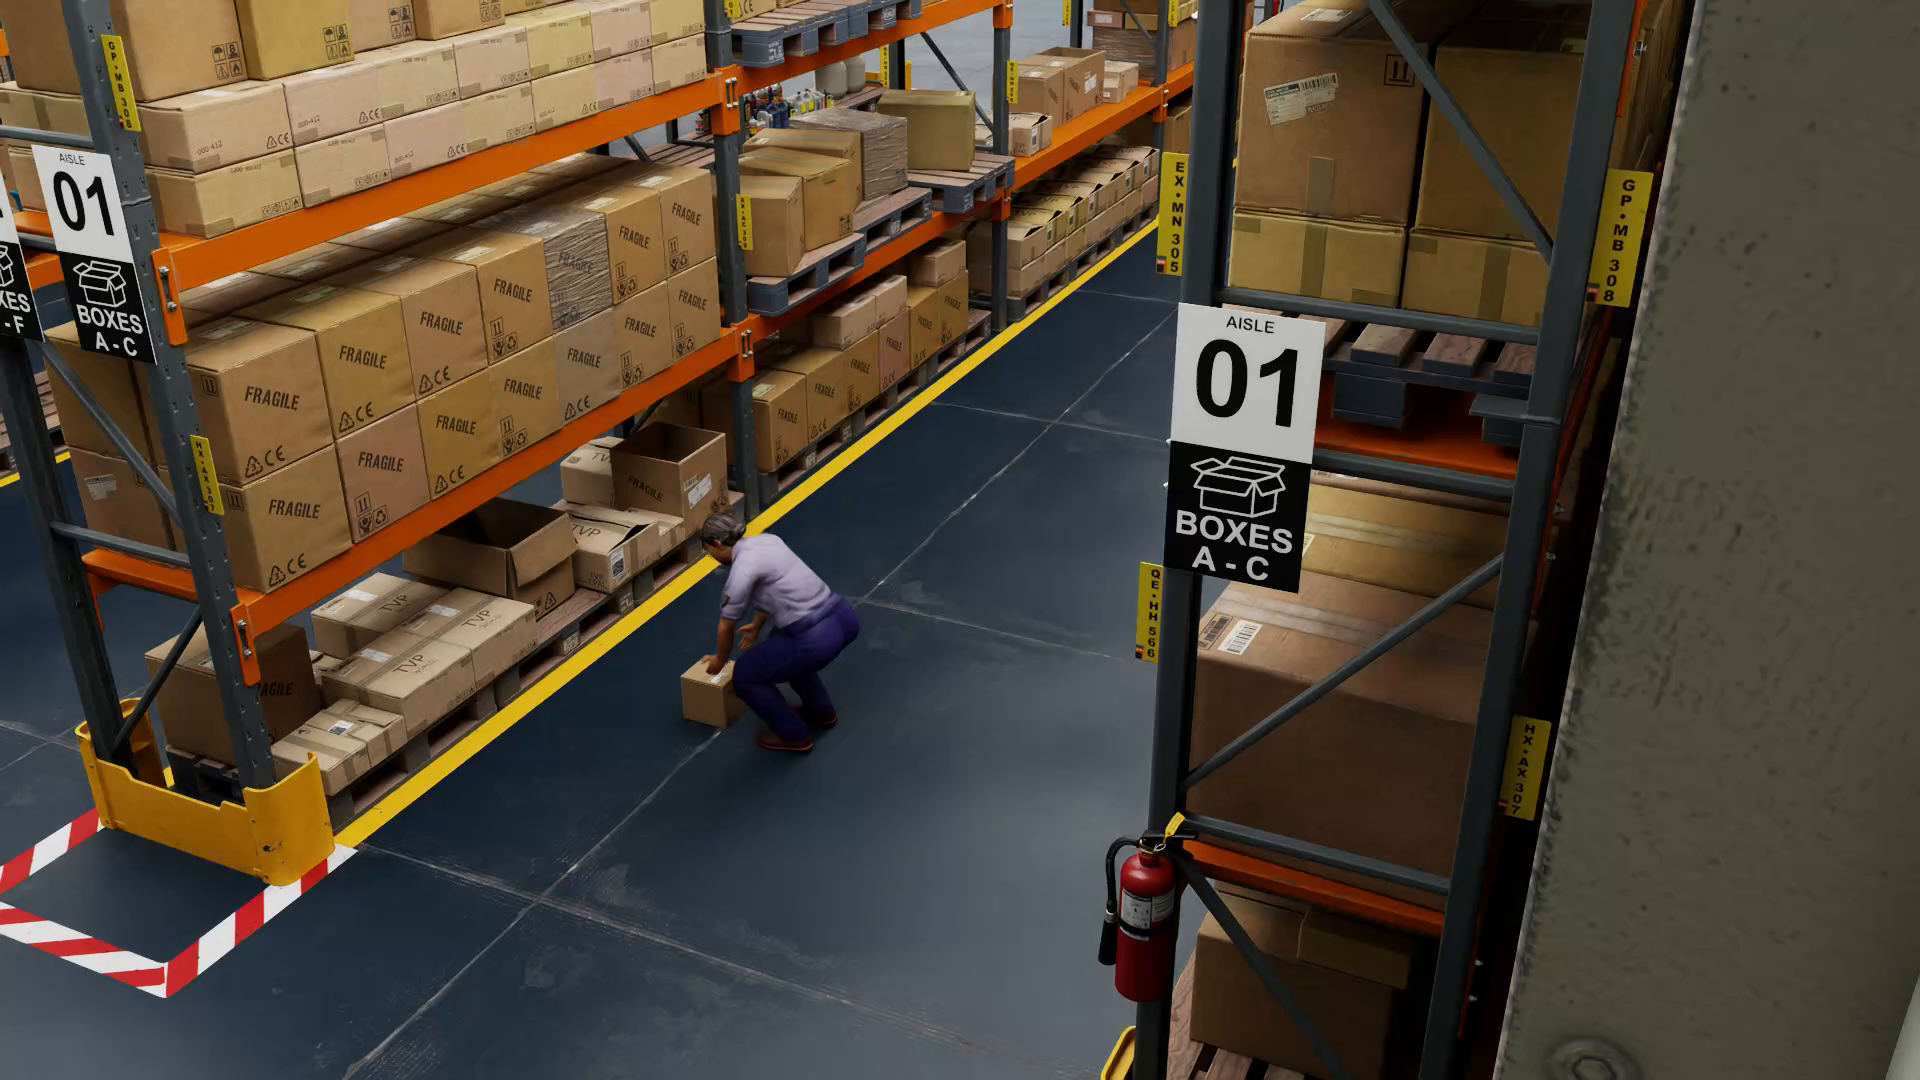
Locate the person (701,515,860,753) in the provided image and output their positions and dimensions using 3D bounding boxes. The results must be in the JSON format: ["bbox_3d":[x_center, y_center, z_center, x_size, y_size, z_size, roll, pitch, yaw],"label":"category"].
[{"bbox_3d":[-0.890,0.452,8.130,0.752,1.169,0.540,11,29,22],"label":"person"}]
